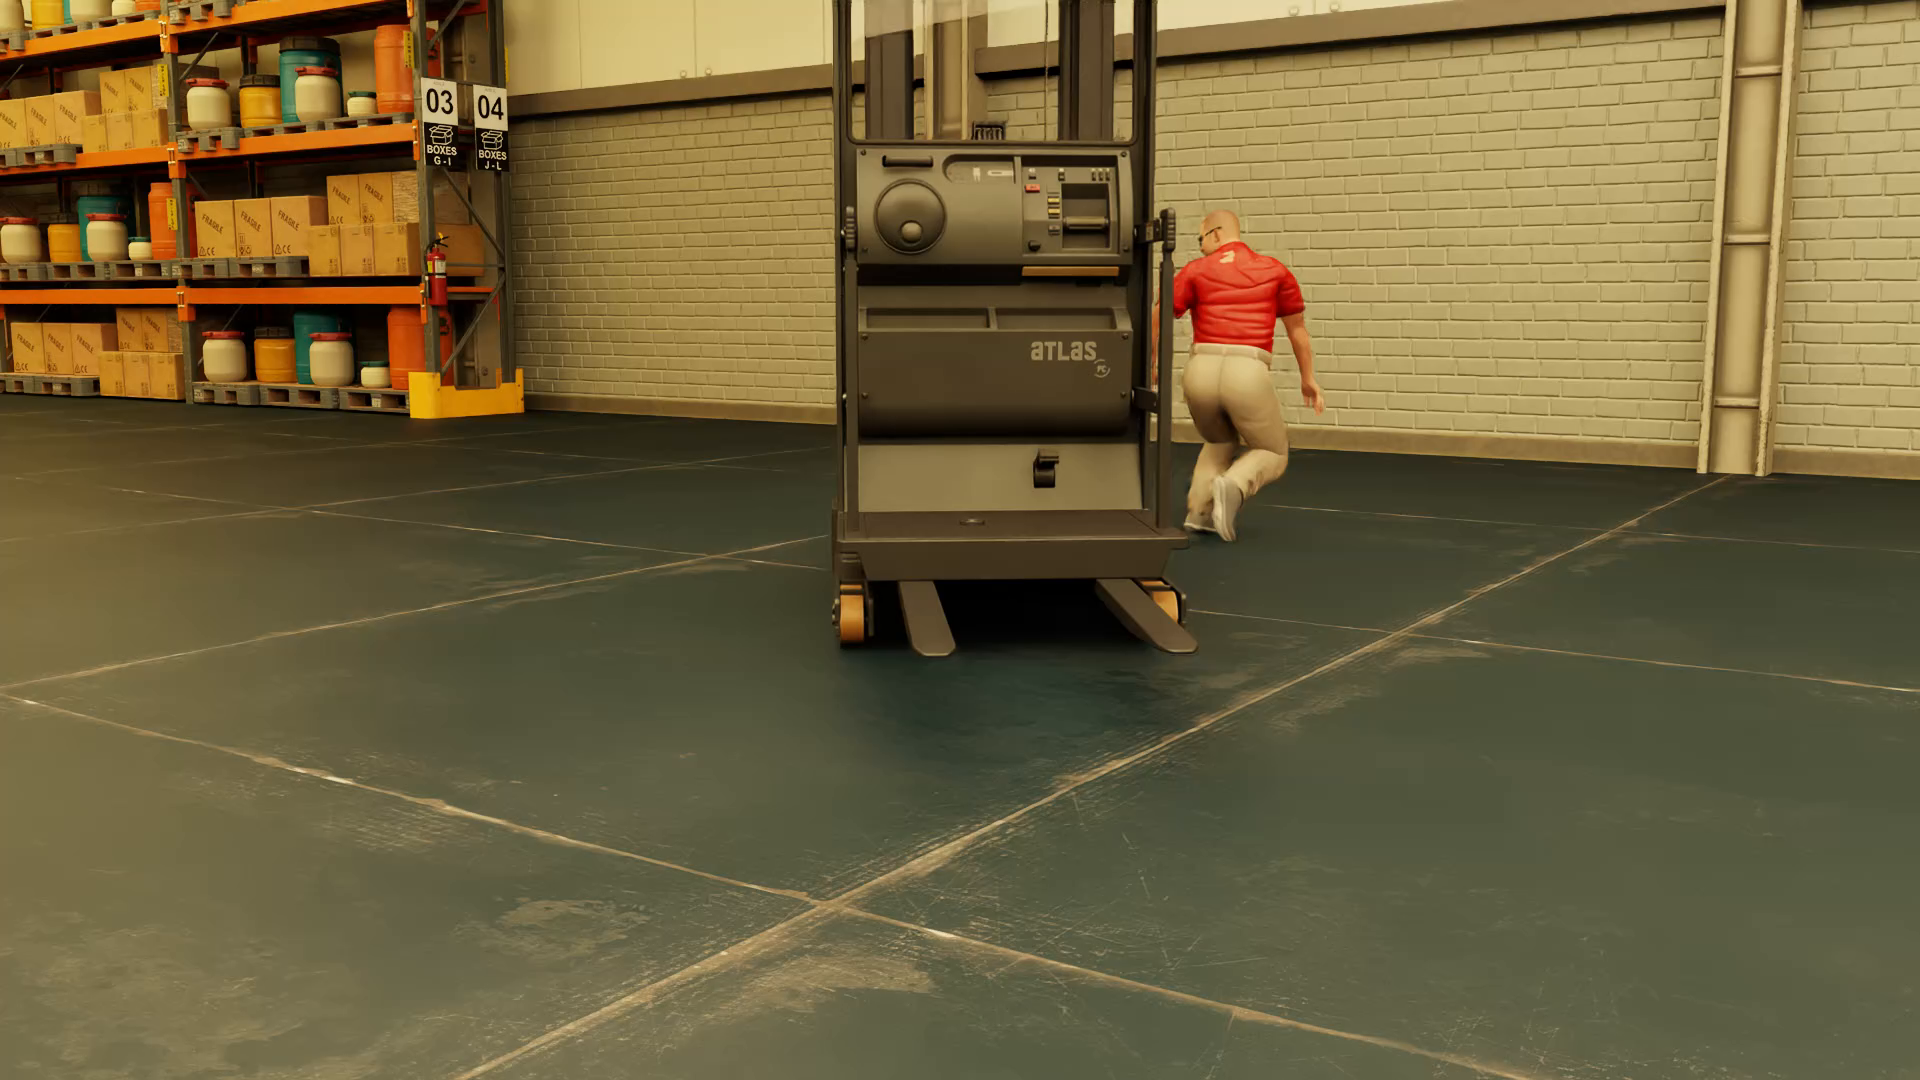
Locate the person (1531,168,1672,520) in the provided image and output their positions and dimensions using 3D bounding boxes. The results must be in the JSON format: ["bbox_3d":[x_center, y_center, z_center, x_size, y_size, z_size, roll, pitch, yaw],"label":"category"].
[{"bbox_3d":[3.208,-0.985,8.343,0.551,1.727,0.639,-2,8,-14],"label":"person"}]

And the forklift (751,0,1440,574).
[{"bbox_3d":[0.495,-1.399,7.028,3.031,2.935,1.130,6,10,38],"label":"forklift"}]
